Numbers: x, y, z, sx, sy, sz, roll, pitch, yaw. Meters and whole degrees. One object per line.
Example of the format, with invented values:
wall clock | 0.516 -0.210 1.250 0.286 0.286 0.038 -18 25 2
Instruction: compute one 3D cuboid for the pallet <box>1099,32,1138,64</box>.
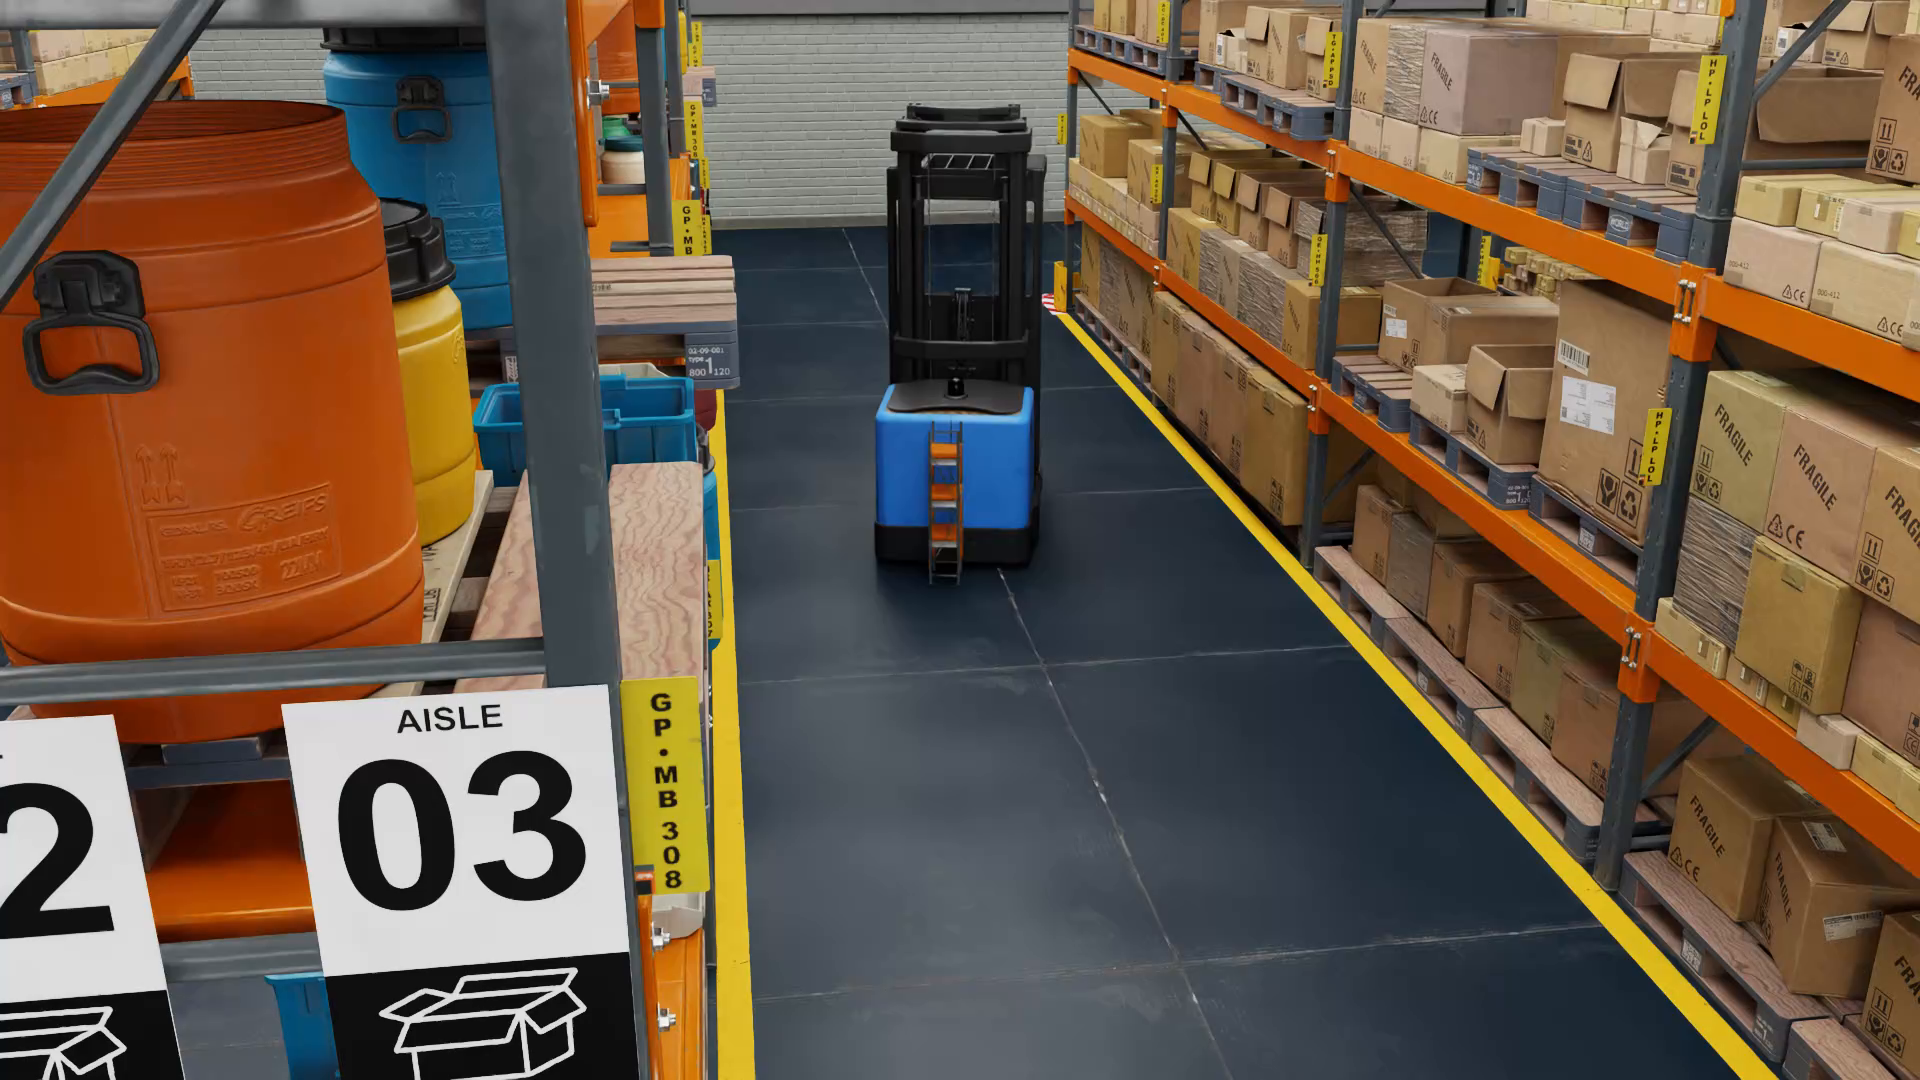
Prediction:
pallet | 1.951 -4.704 15.863 1.003 0.211 1.213 -3 21 -8

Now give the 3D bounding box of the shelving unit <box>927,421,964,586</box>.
shelving unit | -0.092 -0.235 10.844 0.215 1.050 0.252 2 21 4

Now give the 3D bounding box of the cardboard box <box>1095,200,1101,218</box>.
cardboard box | 1.567 -3.318 16.671 0.380 0.149 0.250 -3 21 -8

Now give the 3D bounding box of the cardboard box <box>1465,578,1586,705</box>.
cardboard box | 3.186 0.526 8.964 0.700 0.500 0.500 -5 21 -12

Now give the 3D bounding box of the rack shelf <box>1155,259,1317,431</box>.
rack shelf | 2.520 -1.606 12.756 1.077 0.370 4.000 -3 21 -8

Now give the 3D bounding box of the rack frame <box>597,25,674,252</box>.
rack frame | -1.516 -2.426 5.350 1.000 3.000 0.127 -3 21 -8

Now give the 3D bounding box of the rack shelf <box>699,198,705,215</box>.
rack shelf | -2.958 -2.741 15.795 1.077 0.370 4.000 -3 21 -8

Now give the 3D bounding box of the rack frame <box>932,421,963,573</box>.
rack frame | -0.083 -0.277 10.958 0.200 1.050 0.008 2 21 4

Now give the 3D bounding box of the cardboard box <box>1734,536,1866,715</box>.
cardboard box | 3.426 0.282 6.105 0.875 0.500 0.500 -3 21 -8

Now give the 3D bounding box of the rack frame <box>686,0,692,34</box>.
rack frame | -3.246 -6.581 16.474 1.000 3.000 0.127 -3 21 -8

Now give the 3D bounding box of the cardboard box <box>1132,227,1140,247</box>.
cardboard box | 1.789 -2.784 15.243 0.380 0.149 0.250 -3 21 -9

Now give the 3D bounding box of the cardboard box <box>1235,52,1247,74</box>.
cardboard box | 2.298 -3.596 12.529 0.380 0.149 0.250 -4 21 -10

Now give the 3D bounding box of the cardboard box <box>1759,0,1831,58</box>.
cardboard box | 7.100 -4.362 14.078 0.700 0.500 0.500 -3 21 -8

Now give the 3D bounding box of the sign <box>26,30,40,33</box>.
sign | -7.023 -3.998 12.544 0.100 0.325 0.005 -3 21 -8

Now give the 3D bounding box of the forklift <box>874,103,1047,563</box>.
forklift | 0.056 -1.690 12.053 1.130 2.935 3.031 2 21 4

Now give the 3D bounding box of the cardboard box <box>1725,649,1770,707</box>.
cardboard box | 3.205 0.514 6.411 0.380 0.149 0.250 -3 21 -8

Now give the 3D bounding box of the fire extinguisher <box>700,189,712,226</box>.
fire extinguisher | -2.818 -3.634 17.803 0.296 0.674 0.183 -3 21 -8

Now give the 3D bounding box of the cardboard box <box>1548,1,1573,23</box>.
cardboard box | 6.460 -5.459 17.257 0.500 0.250 0.500 -3 21 -8

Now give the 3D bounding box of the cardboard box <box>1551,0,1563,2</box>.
cardboard box | 6.385 -5.681 17.281 0.380 0.149 0.250 -3 21 -8

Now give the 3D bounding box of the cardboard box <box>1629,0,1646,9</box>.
cardboard box | 6.627 -5.147 15.853 0.380 0.149 0.250 -3 21 -8

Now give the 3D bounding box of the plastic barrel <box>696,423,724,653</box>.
plastic barrel | -1.272 0.001 6.711 0.600 0.901 0.708 -3 21 -8

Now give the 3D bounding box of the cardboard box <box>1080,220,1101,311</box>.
cardboard box | 1.826 -3.004 17.908 0.875 0.875 0.875 -3 21 -8

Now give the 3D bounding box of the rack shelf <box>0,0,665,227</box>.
rack shelf | -1.228 -1.209 3.691 1.077 0.370 4.000 -3 21 -8

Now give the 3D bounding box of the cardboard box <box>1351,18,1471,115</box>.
cardboard box | 2.621 -2.761 9.676 0.500 0.500 0.500 -3 21 -7

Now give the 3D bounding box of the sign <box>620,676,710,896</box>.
sign | -0.395 0.334 2.235 0.100 0.325 0.005 -3 21 -8

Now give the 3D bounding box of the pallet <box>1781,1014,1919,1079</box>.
pallet | 3.696 2.095 5.805 1.003 0.211 1.213 -3 21 -8

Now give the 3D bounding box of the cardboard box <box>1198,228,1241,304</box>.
cardboard box | 2.196 -2.163 13.077 0.500 0.500 0.500 -3 21 -9

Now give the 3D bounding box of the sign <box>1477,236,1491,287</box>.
sign | 3.344 -1.786 10.669 0.100 0.325 0.005 -3 21 -8

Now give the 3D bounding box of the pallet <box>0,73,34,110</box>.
pallet | -7.547 -3.225 12.044 1.213 0.211 1.003 -3 21 -8

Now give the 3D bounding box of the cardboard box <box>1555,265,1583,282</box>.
cardboard box | 6.534 -2.815 17.591 0.380 0.149 0.250 -2 21 -6

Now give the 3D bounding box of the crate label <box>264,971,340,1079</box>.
crate label | -1.473 1.129 4.355 0.502 0.435 0.616 -3 21 -8

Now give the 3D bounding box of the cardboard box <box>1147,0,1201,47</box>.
cardboard box | 2.059 -4.599 14.568 0.700 0.500 0.500 -4 21 -11

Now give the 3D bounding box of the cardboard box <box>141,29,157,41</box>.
cardboard box | -7.750 -4.753 15.367 0.500 0.250 0.500 -3 21 -8

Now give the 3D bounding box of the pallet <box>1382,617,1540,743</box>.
pallet | 3.092 0.748 9.411 1.003 0.211 1.213 -3 21 -8

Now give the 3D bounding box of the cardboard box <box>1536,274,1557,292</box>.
cardboard box | 6.435 -2.769 17.892 0.380 0.149 0.250 -2 21 -6

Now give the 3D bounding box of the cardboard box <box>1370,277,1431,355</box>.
cardboard box | 3.007 -1.479 11.246 0.500 0.500 0.500 -2 21 -6

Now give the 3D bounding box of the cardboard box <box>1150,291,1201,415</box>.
cardboard box | 2.344 -1.616 14.192 1.225 0.875 0.875 -3 21 -8

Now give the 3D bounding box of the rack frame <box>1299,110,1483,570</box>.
rack frame | 2.808 -1.250 10.776 1.000 3.000 0.127 -3 21 -8

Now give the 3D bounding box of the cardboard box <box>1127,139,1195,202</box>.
cardboard box | 1.833 -3.375 15.182 0.500 0.500 0.500 -3 21 -7

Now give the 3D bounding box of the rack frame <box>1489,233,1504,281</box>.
rack frame | 6.578 -4.235 18.768 1.000 3.000 0.127 -3 21 -8

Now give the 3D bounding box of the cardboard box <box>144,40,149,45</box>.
cardboard box | -7.752 -4.518 15.454 0.500 0.250 0.500 -3 21 -8

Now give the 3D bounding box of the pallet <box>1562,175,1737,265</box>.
pallet | 3.401 -1.402 7.163 1.213 0.211 1.003 -3 21 -8

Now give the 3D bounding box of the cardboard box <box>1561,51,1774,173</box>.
cardboard box | 3.278 -2.009 7.774 0.797 0.503 0.637 -2 21 -6

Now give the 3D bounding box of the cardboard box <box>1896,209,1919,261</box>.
cardboard box | 3.329 -0.992 5.443 0.380 0.149 0.250 -2 21 -6

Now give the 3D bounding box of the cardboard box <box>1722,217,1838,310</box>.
cardboard box | 3.196 -1.031 6.118 0.500 0.250 0.500 -4 21 -10

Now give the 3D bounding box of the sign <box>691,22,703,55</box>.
sign | -2.704 -5.160 17.106 0.100 0.325 0.005 -3 21 -8

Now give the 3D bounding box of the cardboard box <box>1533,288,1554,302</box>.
cardboard box | 6.426 -2.633 17.952 0.380 0.149 0.250 -3 21 -7

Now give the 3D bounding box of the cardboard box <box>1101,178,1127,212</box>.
cardboard box | 1.688 -3.375 16.255 0.500 0.250 0.500 -3 21 -9

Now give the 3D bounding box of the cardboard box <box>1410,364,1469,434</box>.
cardboard box | 2.822 -0.785 9.144 0.500 0.250 0.500 -4 21 -9

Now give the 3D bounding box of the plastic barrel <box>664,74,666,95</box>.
plastic barrel | -2.018 -2.908 10.550 0.294 0.245 0.294 0 20 0
